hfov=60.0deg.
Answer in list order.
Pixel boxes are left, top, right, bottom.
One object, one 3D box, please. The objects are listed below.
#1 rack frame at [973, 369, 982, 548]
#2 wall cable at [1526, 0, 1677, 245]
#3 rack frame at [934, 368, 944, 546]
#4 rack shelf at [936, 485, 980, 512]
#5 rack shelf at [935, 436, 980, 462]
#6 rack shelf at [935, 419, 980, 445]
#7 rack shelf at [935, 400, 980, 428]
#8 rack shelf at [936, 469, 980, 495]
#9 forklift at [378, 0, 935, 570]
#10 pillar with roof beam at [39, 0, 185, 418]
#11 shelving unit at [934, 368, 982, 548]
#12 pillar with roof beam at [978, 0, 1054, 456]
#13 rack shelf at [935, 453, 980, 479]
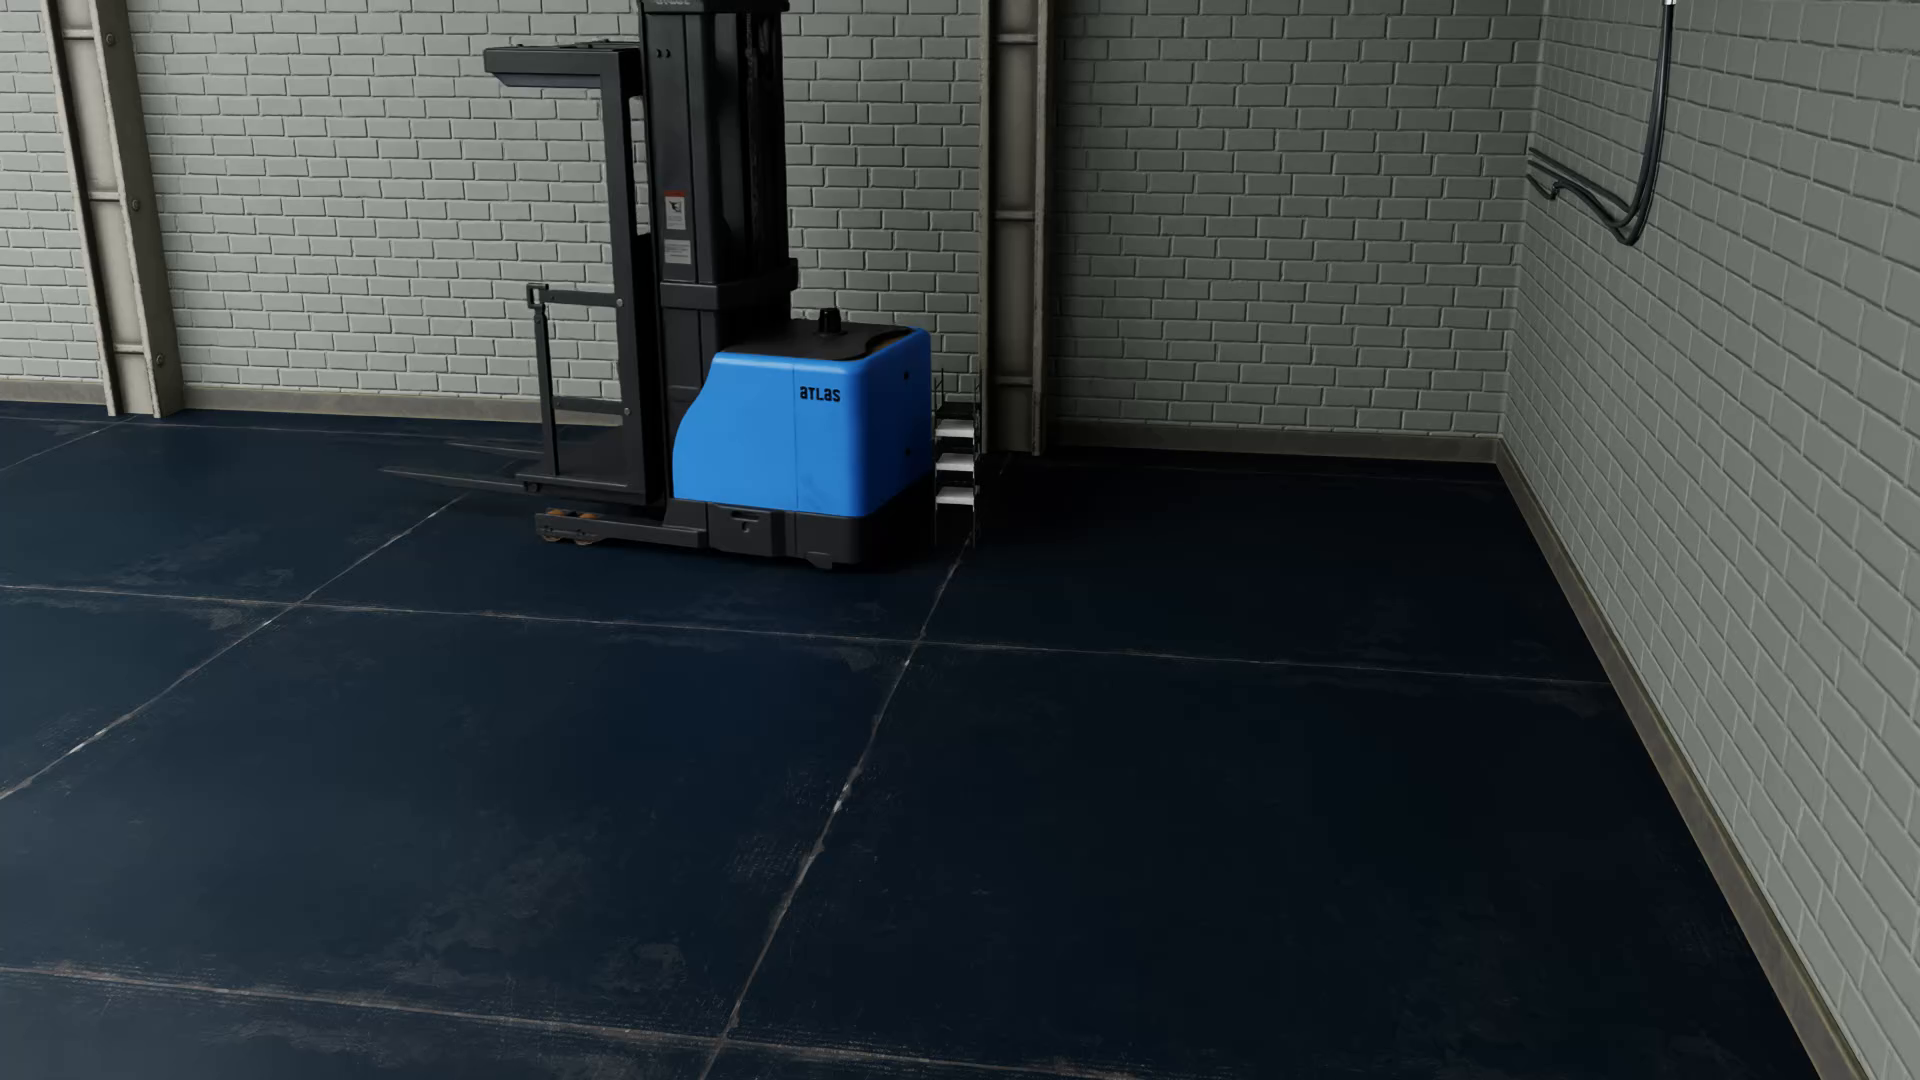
[{"bbox_3d":[0.092,-0.422,8.646,0.006,0.900,0.240,3,19,9],"label":"rack frame"},{"bbox_3d":[3.034,-2.816,7.932,0.112,2.526,3.097,3,19,9],"label":"wall cable"},{"bbox_3d":[-0.108,-0.432,8.677,0.006,0.900,0.240,3,19,9],"label":"rack frame"},{"bbox_3d":[-0.008,-0.225,8.729,0.200,0.077,0.258,3,19,9],"label":"rack shelf"},{"bbox_3d":[-0.008,-0.481,8.644,0.200,0.077,0.258,3,19,9],"label":"rack shelf"},{"bbox_3d":[-0.008,-0.566,8.615,0.200,0.077,0.258,3,19,9],"label":"rack shelf"},{"bbox_3d":[-0.008,-0.652,8.586,0.200,0.077,0.258,3,19,9],"label":"rack shelf"},{"bbox_3d":[-0.008,-0.310,8.701,0.200,0.077,0.258,3,19,9],"label":"rack shelf"},{"bbox_3d":[-1.711,-1.509,8.694,3.031,2.935,1.130,6,20,18],"label":"forklift"},{"bbox_3d":[-6.272,-3.805,5.992,0.400,9.000,9.100,3,19,9],"label":"pillar with roof beam"},{"bbox_3d":[-0.008,-0.427,8.662,0.210,0.900,0.258,3,19,9],"label":"shelving unit"},{"bbox_3d":[-0.348,-3.503,5.090,0.400,9.000,9.100,3,19,9],"label":"pillar with roof beam"},{"bbox_3d":[-0.008,-0.396,8.672,0.200,0.077,0.258,3,19,9],"label":"rack shelf"}]
